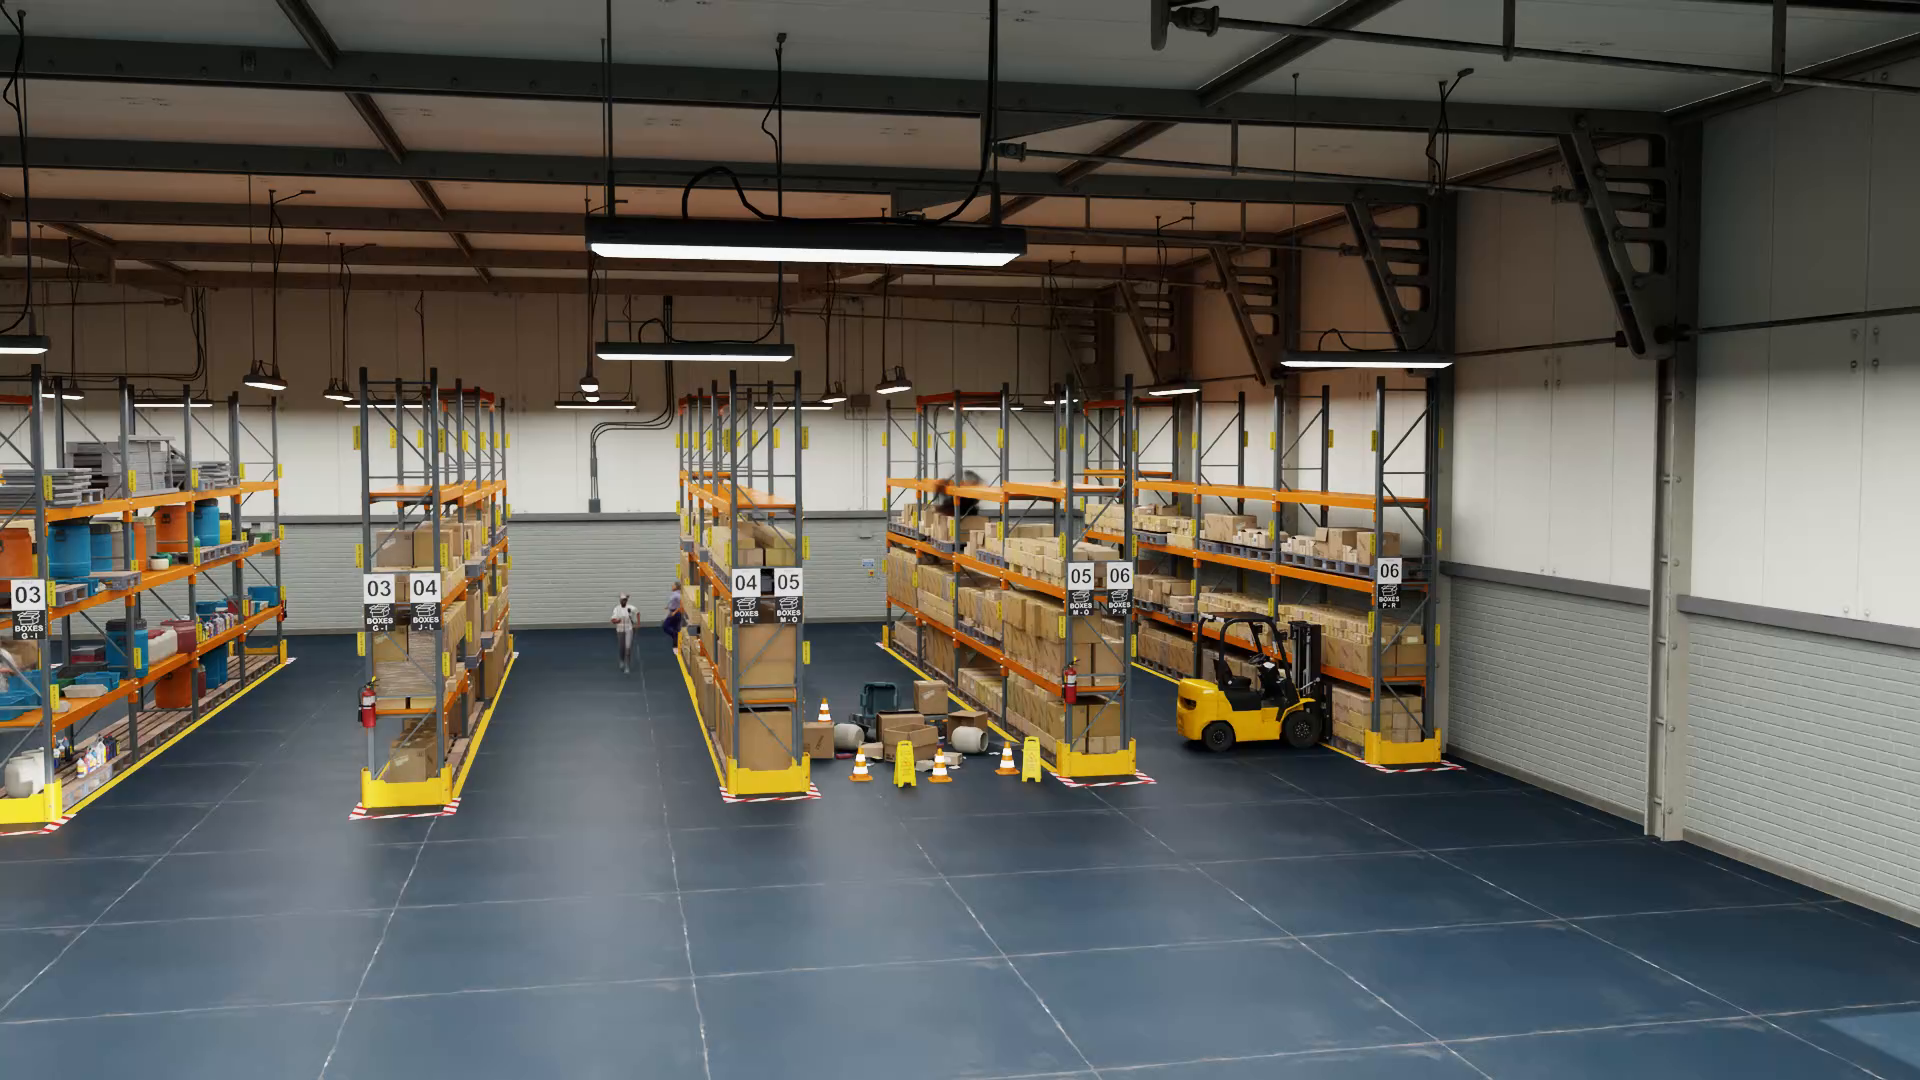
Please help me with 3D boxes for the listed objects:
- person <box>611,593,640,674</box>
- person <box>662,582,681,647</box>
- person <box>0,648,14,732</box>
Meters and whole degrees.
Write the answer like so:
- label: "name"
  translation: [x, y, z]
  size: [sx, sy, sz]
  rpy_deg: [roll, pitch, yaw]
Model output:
- label: "person"
  translation: [-7.258, 2.012, 36.121]
  size: [0.588, 1.747, 0.894]
  rpy_deg: [0, 3, -3]
- label: "person"
  translation: [-6.929, 1.812, 40.267]
  size: [0.554, 1.597, 0.680]
  rpy_deg: [-1, 3, -11]
- label: "person"
  translation: [-16.288, 2.467, 27.999]
  size: [0.686, 1.828, 0.860]
  rpy_deg: [-1, 4, -22]
